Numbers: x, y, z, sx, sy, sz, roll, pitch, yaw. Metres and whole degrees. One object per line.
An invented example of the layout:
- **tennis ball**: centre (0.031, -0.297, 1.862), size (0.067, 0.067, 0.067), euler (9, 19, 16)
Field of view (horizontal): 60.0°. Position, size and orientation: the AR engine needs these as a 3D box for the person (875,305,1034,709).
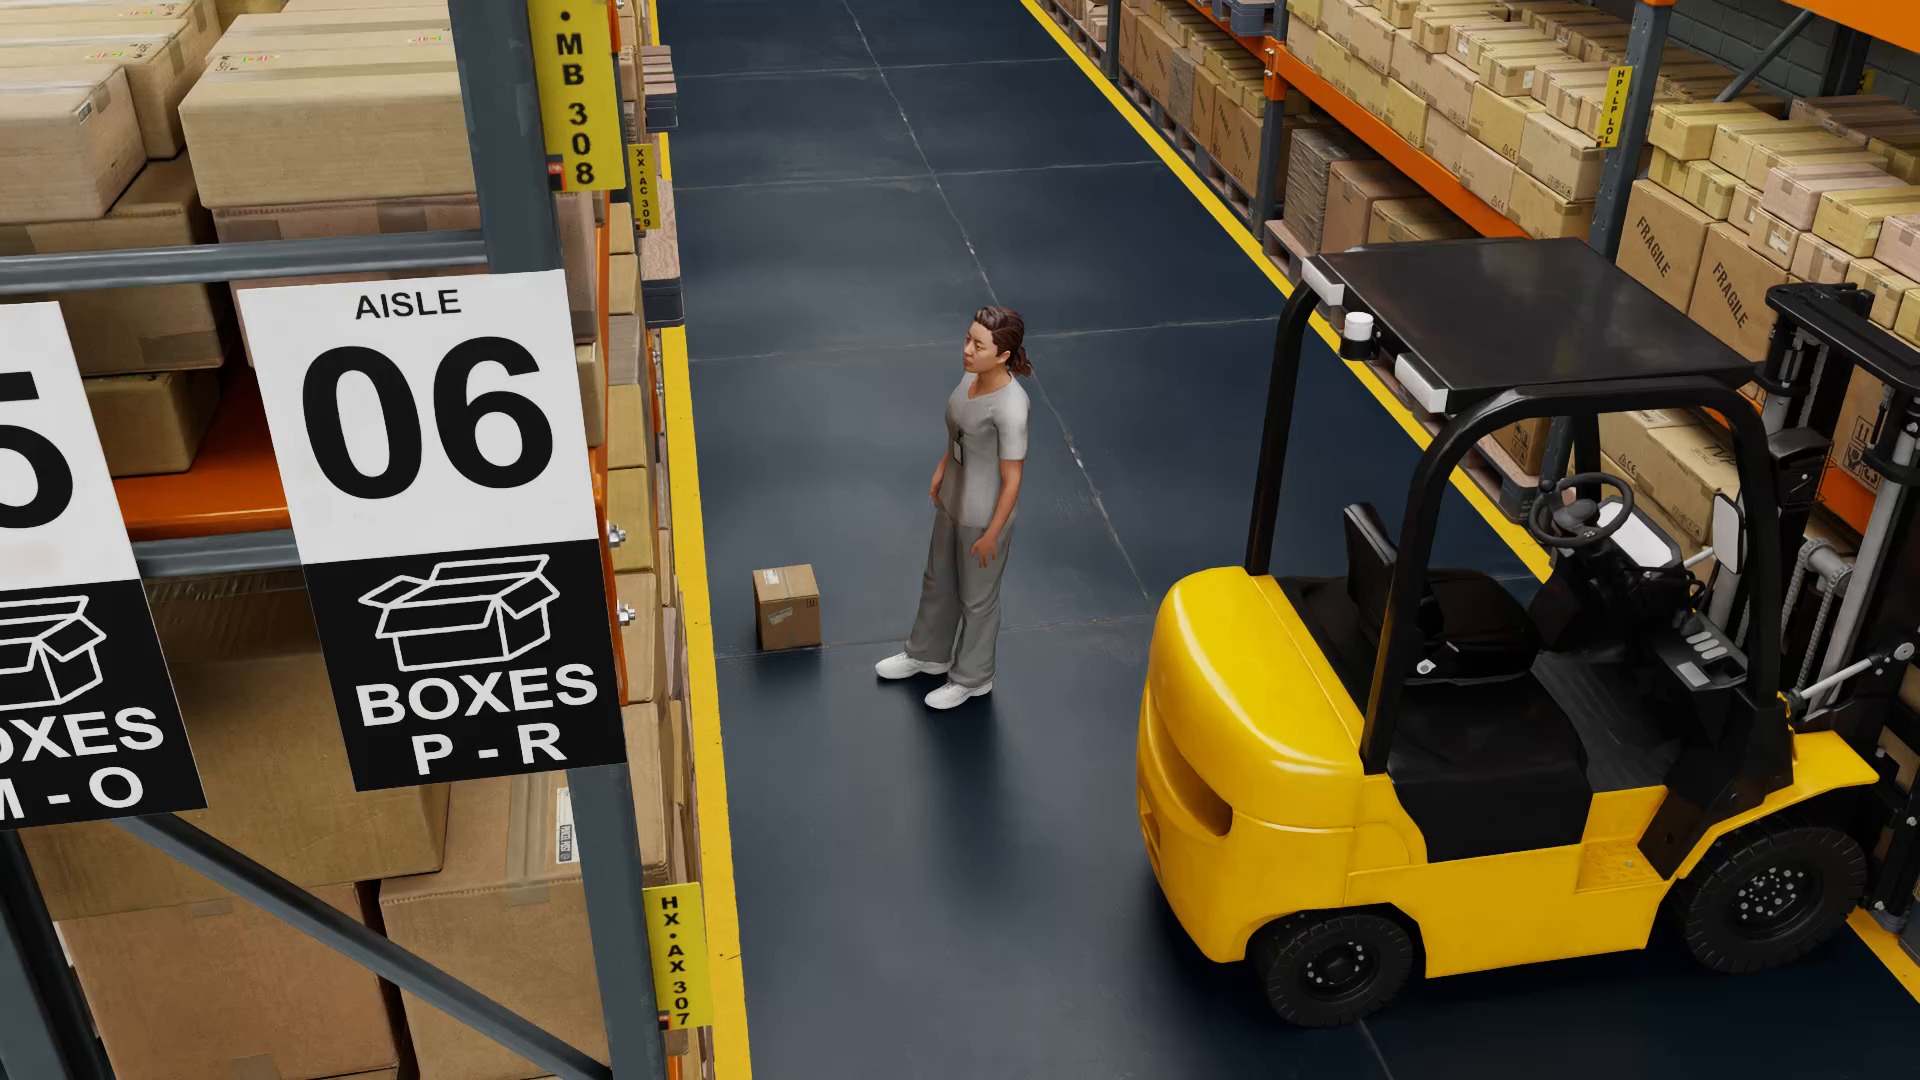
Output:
- **person**: centre (-0.004, -0.101, 6.285), size (0.549, 1.676, 0.549), euler (-12, 33, -19)
